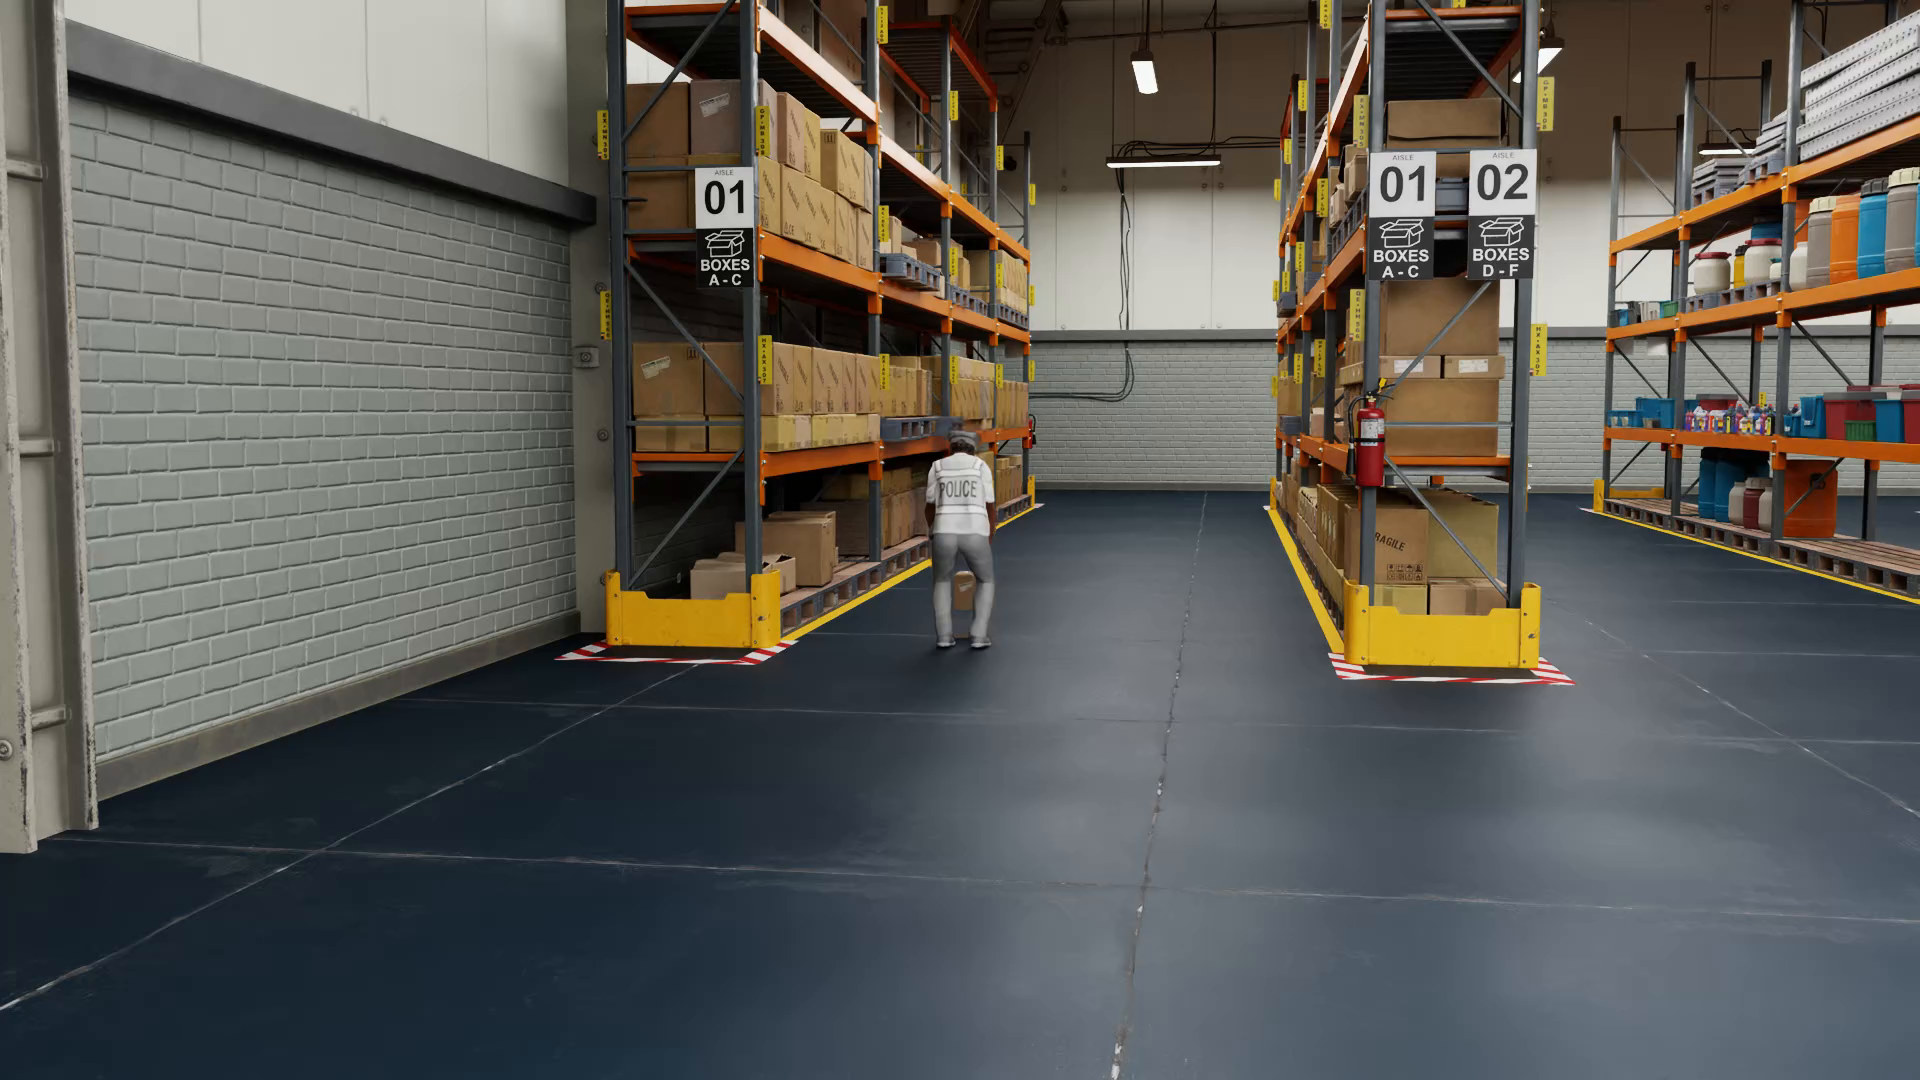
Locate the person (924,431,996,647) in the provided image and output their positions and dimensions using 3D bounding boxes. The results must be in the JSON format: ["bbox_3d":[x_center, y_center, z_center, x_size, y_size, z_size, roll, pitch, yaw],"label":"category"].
[{"bbox_3d":[-0.007,-0.006,11.291,0.492,1.464,0.649,1,5,10],"label":"person"}]
